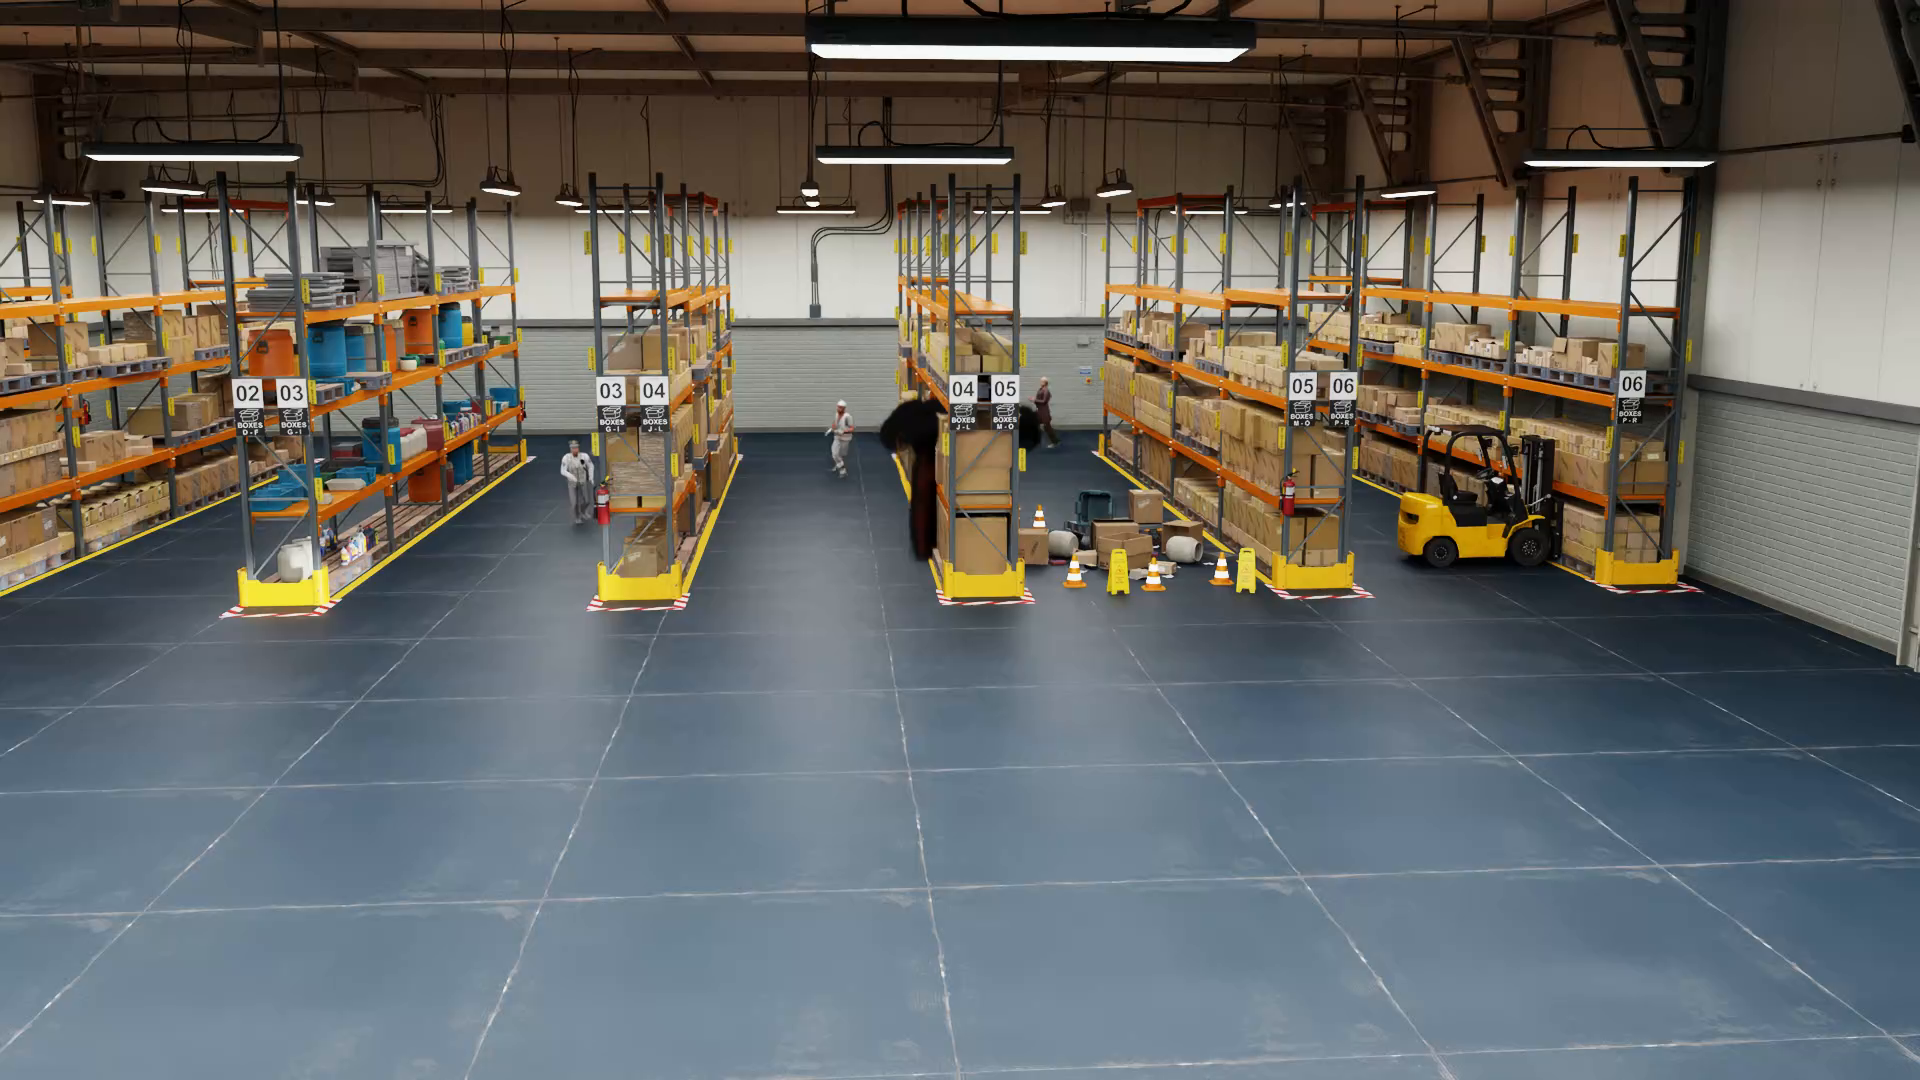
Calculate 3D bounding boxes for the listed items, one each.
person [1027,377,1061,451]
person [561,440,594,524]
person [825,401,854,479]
[{"bbox_3d":[2.082,-3.107,41.161,0.867,1.848,0.698,-2,10,-12],"label":"person"},{"bbox_3d":[-6.934,-1.052,30.173,0.603,1.570,0.718,-3,10,-17],"label":"person"},{"bbox_3d":[-2.596,-2.202,36.372,0.793,1.725,0.666,5,11,24],"label":"person"}]
